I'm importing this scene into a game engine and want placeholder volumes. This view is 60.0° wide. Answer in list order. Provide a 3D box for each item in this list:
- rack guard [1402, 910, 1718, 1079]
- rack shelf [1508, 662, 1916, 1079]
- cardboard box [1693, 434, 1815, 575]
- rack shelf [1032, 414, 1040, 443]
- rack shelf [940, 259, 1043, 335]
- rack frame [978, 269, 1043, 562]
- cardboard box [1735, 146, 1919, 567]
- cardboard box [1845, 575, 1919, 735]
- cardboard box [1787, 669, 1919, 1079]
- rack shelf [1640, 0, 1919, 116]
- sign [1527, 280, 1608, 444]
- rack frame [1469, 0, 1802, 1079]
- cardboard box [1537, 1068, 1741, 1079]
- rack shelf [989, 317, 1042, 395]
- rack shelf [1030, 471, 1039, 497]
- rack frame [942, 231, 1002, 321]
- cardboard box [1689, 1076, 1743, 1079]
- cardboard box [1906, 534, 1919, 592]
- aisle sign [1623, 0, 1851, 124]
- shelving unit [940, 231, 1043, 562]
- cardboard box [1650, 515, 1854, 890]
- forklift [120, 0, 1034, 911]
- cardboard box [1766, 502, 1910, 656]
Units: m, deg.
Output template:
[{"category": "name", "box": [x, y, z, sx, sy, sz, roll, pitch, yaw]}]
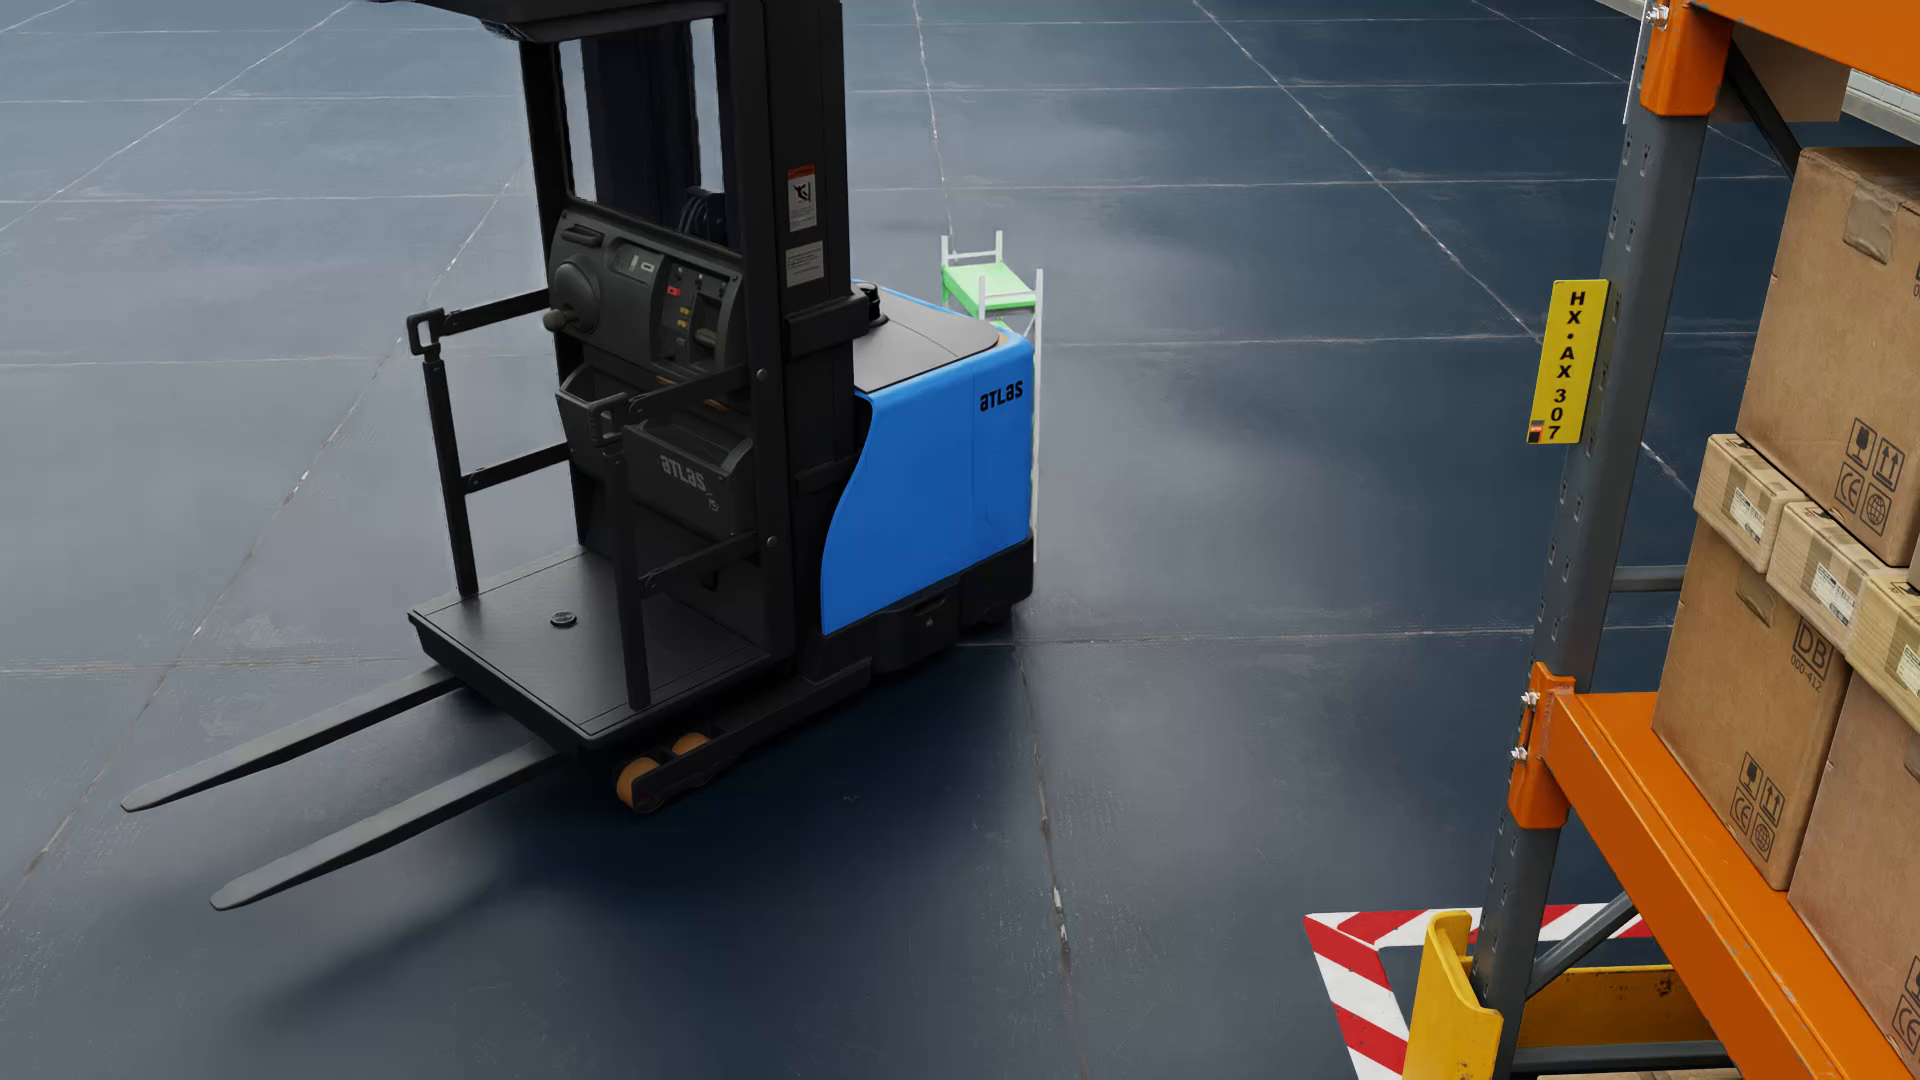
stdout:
[{"category": "rack guard", "box": [1.691, 1.175, 3.957, 1.175, 0.500, 0.348, -1, 28, -3]}, {"category": "rack shelf", "box": [1.797, 1.320, 1.753, 1.077, 0.370, 4.000, -1, 28, -3]}, {"category": "cardboard box", "box": [1.498, -0.068, 2.827, 0.380, 0.149, 0.250, -2, 28, -3]}, {"category": "rack shelf", "box": [0.115, -0.485, 6.521, 0.258, 0.148, 0.480, -8, 29, -14]}, {"category": "rack shelf", "box": [0.115, -0.911, 6.299, 0.258, 0.148, 0.480, -8, 29, -14]}, {"category": "rack frame", "box": [0.184, -0.434, 6.284, 0.240, 1.200, 0.015, -8, 29, -14]}, {"category": "cardboard box", "box": [1.707, -0.302, 2.574, 0.700, 0.500, 0.500, -1, 28, -2]}, {"category": "cardboard box", "box": [1.526, 0.169, 2.373, 0.380, 0.149, 0.250, -1, 28, -2]}, {"category": "cardboard box", "box": [1.736, 0.491, 2.456, 0.700, 0.500, 0.500, -1, 28, -1]}, {"category": "rack shelf", "box": [1.797, -0.010, 1.060, 1.077, 0.370, 4.000, -1, 28, -3]}, {"category": "sign", "box": [1.138, -0.331, 3.119, 0.100, 0.325, 0.005, -1, 28, -3]}, {"category": "rack frame", "box": [1.696, 0.077, 3.358, 0.949, 2.616, 0.053, -1, 28, -3]}, {"category": "cardboard box", "box": [1.498, 1.363, 3.411, 0.500, 0.250, 0.500, -1, 28, -3]}, {"category": "rack shelf", "box": [0.115, -0.698, 6.410, 0.258, 0.148, 0.480, -8, 29, -14]}, {"category": "rack shelf", "box": [0.115, -0.273, 6.632, 0.258, 0.148, 0.480, -8, 29, -14]}, {"category": "rack frame", "box": [0.046, -0.650, 6.699, 0.240, 1.200, 0.015, -8, 29, -14]}, {"category": "cardboard box", "box": [1.526, 1.262, 2.795, 0.500, 0.500, 0.500, -1, 28, -3]}, {"category": "cardboard box", "box": [1.740, -0.059, 2.109, 0.700, 0.500, 0.500, -2, 28, -4]}, {"category": "aisle sign", "box": [1.383, -1.098, 2.801, 0.394, 0.787, 0.004, -1, 28, -3]}, {"category": "shelving unit", "box": [0.115, -0.542, 6.492, 0.258, 1.200, 0.503, -8, 29, -14]}, {"category": "cardboard box", "box": [1.704, 0.249, 2.921, 0.700, 0.500, 0.500, -1, 28, -3]}, {"category": "forklift", "box": [-1.126, -0.727, 4.975, 1.130, 2.935, 3.031, 25, 36, 39]}, {"category": "cardboard box", "box": [1.514, 0.054, 2.594, 0.380, 0.149, 0.250, -2, 28, -4]}]
